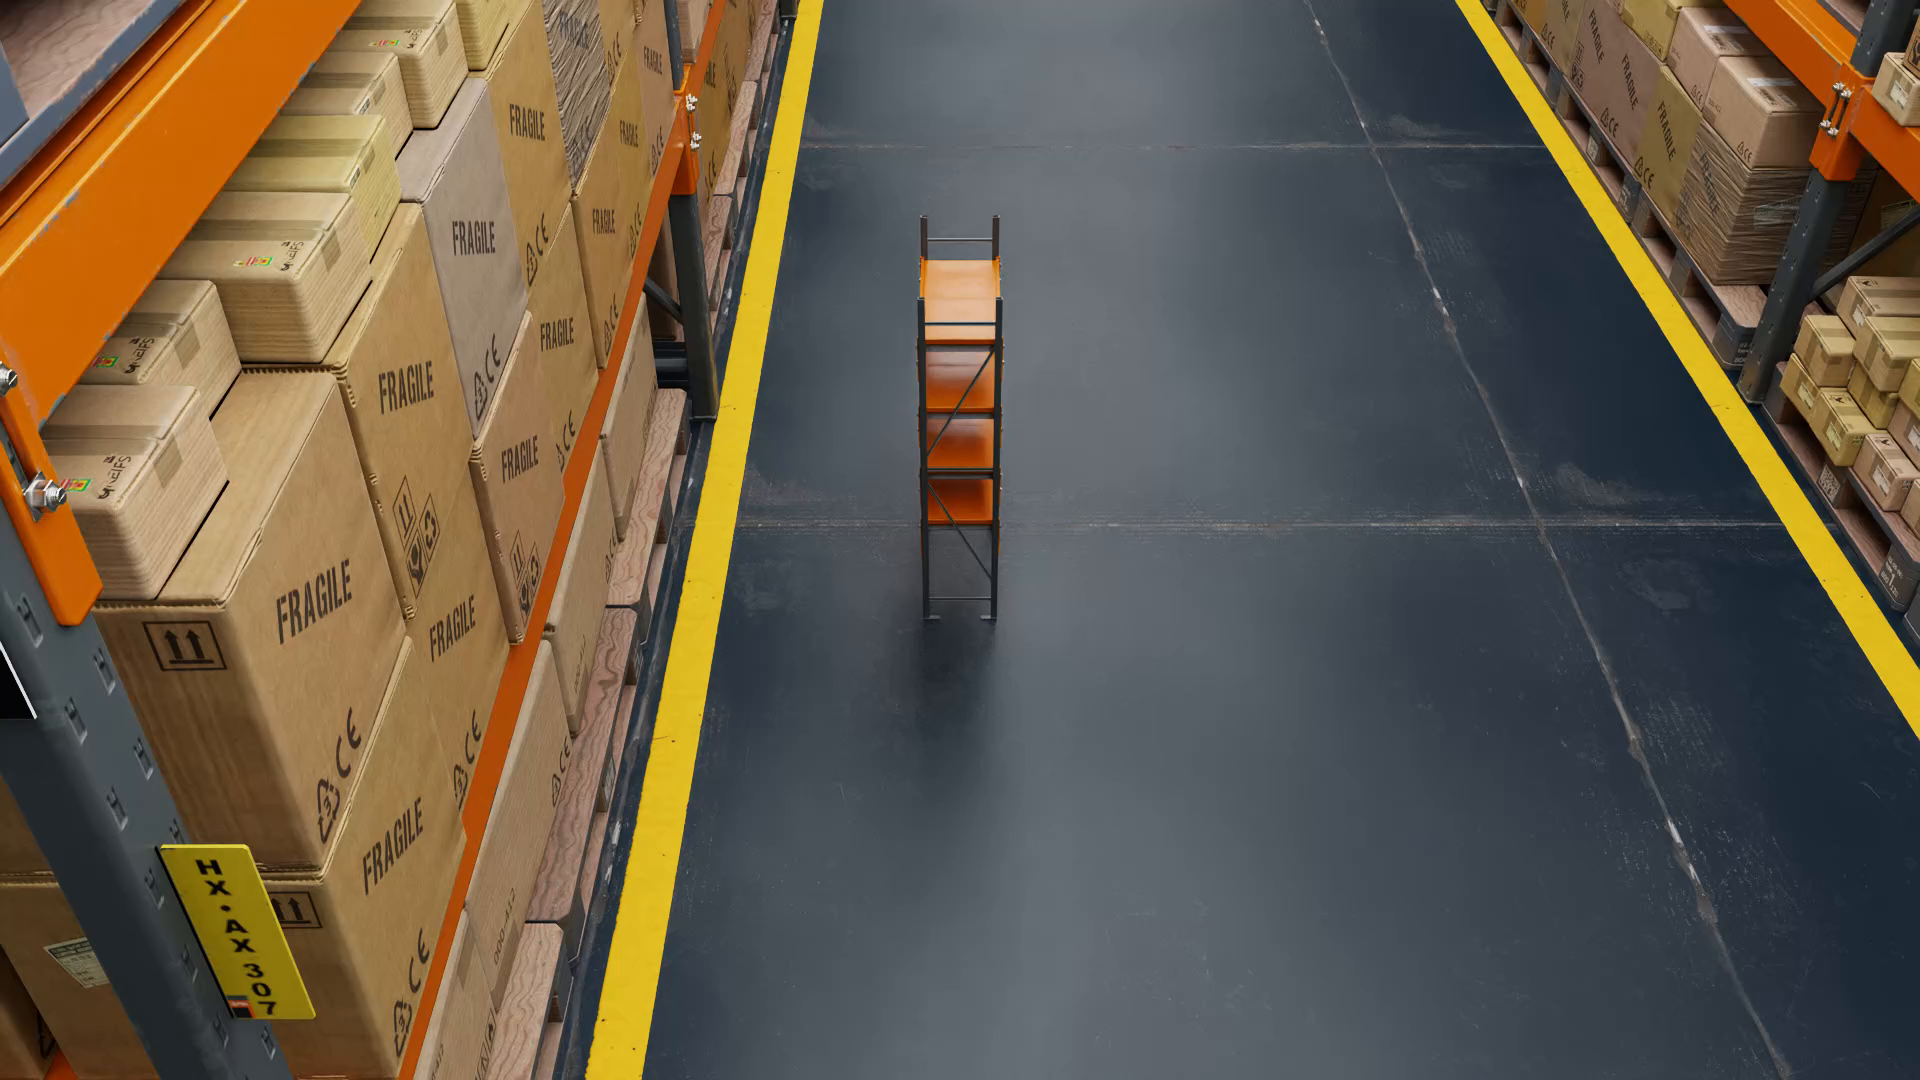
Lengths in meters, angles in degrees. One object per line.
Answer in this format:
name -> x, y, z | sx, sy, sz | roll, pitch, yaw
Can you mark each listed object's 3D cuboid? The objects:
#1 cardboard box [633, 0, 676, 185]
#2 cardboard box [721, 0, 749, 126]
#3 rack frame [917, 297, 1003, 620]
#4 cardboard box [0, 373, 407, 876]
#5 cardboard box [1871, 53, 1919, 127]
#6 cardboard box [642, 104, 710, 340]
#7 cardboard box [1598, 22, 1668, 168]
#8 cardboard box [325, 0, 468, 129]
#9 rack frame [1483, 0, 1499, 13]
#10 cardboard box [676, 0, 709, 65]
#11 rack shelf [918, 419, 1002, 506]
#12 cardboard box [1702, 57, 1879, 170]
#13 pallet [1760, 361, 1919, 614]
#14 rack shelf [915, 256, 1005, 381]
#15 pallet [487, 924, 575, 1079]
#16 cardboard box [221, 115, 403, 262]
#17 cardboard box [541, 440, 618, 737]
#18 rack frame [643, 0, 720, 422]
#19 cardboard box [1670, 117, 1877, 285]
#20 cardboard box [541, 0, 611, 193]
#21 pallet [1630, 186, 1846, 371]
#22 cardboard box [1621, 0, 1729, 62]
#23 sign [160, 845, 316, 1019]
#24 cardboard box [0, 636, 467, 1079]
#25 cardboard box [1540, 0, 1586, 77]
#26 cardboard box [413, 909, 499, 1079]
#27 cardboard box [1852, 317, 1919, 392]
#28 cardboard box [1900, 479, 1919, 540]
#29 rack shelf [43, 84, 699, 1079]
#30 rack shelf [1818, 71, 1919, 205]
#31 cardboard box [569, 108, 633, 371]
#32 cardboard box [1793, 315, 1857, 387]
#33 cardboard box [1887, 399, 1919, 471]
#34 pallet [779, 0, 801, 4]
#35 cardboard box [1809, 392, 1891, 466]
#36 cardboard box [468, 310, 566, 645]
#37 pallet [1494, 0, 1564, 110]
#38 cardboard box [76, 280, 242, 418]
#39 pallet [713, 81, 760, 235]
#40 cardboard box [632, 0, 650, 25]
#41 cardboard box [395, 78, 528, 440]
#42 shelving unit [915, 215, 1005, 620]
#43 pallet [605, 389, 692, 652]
cardboard box -> -1.168, -1.408, 5.029 | 0.500, 0.500, 0.500 | 0, 39, 0
cardboard box -> -1.514, -2.506, 7.841 | 0.875, 0.875, 0.875 | 0, 39, 1
rack frame -> 0.000, -0.212, 5.055 | 0.240, 1.200, 0.015 | 0, 39, 0
cardboard box -> -1.135, 0.113, 2.331 | 0.500, 0.500, 0.500 | -1, 39, -1
cardboard box -> 3.199, -1.451, 5.362 | 0.380, 0.149, 0.250 | 1, 39, 2
cardboard box -> -1.505, -1.382, 6.439 | 0.875, 0.875, 0.875 | 1, 39, 1
cardboard box -> 3.277, -2.019, 7.533 | 0.500, 0.500, 0.500 | -1, 39, -1
cardboard box -> -1.130, -0.874, 3.043 | 0.380, 0.149, 0.250 | 0, 39, 0
rack frame -> 3.521, -4.227, 8.627 | 1.000, 3.000, 0.127 | 0, 39, 0
cardboard box -> -1.161, -1.876, 5.812 | 0.500, 0.250, 0.500 | -1, 39, -1
rack shelf -> 0.000, -0.312, 5.288 | 0.258, 0.148, 0.480 | 0, 39, 0
cardboard box -> 3.272, -1.673, 6.502 | 0.500, 0.250, 0.500 | -1, 39, -1
pallet -> 3.562, -0.218, 5.853 | 1.003, 0.211, 1.213 | 0, 39, 0
rack shelf -> 0.000, -0.671, 5.000 | 0.258, 0.148, 0.480 | 0, 39, 0
pallet -> -1.499, 1.430, 3.796 | 1.003, 0.211, 1.213 | 0, 39, 0
cardboard box -> -1.119, -0.553, 2.644 | 0.380, 0.149, 0.250 | -1, 39, -2
cardboard box -> -1.529, 0.129, 4.903 | 0.875, 0.438, 0.875 | -1, 39, -1
rack frame -> -1.424, -1.659, 5.422 | 1.000, 3.000, 0.127 | 0, 39, 0
cardboard box -> 3.273, -1.377, 6.733 | 0.500, 0.500, 0.500 | -1, 39, -1
cardboard box -> -1.145, -1.158, 3.917 | 0.500, 0.500, 0.500 | 0, 39, 1
pallet -> 3.523, -1.125, 6.985 | 1.003, 0.211, 1.213 | 0, 39, 0
cardboard box -> 3.270, -2.325, 7.316 | 0.500, 0.250, 0.500 | -2, 39, -2
sign -> -0.865, 0.477, 2.001 | 0.100, 0.325, 0.005 | 0, 39, 0
cardboard box -> -1.133, 0.503, 2.644 | 0.500, 0.500, 0.500 | 0, 39, 0
cardboard box -> 3.271, -2.659, 8.332 | 0.500, 0.500, 0.500 | 0, 39, 0
cardboard box -> -1.520, 1.265, 3.485 | 0.875, 0.438, 0.875 | -1, 39, -2
cardboard box -> 3.260, -0.622, 5.595 | 0.380, 0.149, 0.250 | 2, 39, 2
cardboard box -> 3.308, -0.069, 5.381 | 0.380, 0.149, 0.250 | -1, 39, -1
rack shelf -> -1.422, -0.128, 4.086 | 1.077, 0.370, 4.000 | 0, 39, 0
rack shelf -> 3.528, -0.195, 4.169 | 1.077, 0.370, 4.000 | 0, 39, 0
cardboard box -> -1.147, -0.772, 4.235 | 0.500, 0.500, 0.500 | -1, 39, -1
cardboard box -> 3.206, -0.667, 5.889 | 0.380, 0.149, 0.250 | 2, 39, 2
cardboard box -> 3.333, -0.356, 5.502 | 0.380, 0.149, 0.250 | 0, 39, 0
pallet -> -1.428, -3.561, 10.025 | 1.003, 0.211, 1.213 | 0, 39, 0
cardboard box -> 3.205, -0.383, 5.773 | 0.380, 0.149, 0.250 | 1, 39, 1
cardboard box -> -1.144, -0.132, 3.436 | 0.500, 0.500, 0.500 | 0, 39, 0
pallet -> 3.521, -2.651, 8.889 | 1.003, 0.211, 1.213 | 0, 39, 0
cardboard box -> -1.215, -0.226, 2.235 | 0.380, 0.149, 0.250 | 1, 39, 1
pallet -> -1.505, -1.818, 7.850 | 1.003, 0.211, 1.213 | 0, 39, 0
cardboard box -> -1.147, -1.794, 4.710 | 0.500, 0.500, 0.500 | 0, 39, 0
cardboard box -> -1.151, -0.532, 3.136 | 0.500, 0.500, 0.500 | 0, 39, 0
shelving unit -> 0.000, -0.365, 5.246 | 0.258, 1.200, 0.503 | 0, 39, 0
pallet -> -1.501, -0.096, 5.700 | 1.003, 0.211, 1.213 | 0, 39, 0
